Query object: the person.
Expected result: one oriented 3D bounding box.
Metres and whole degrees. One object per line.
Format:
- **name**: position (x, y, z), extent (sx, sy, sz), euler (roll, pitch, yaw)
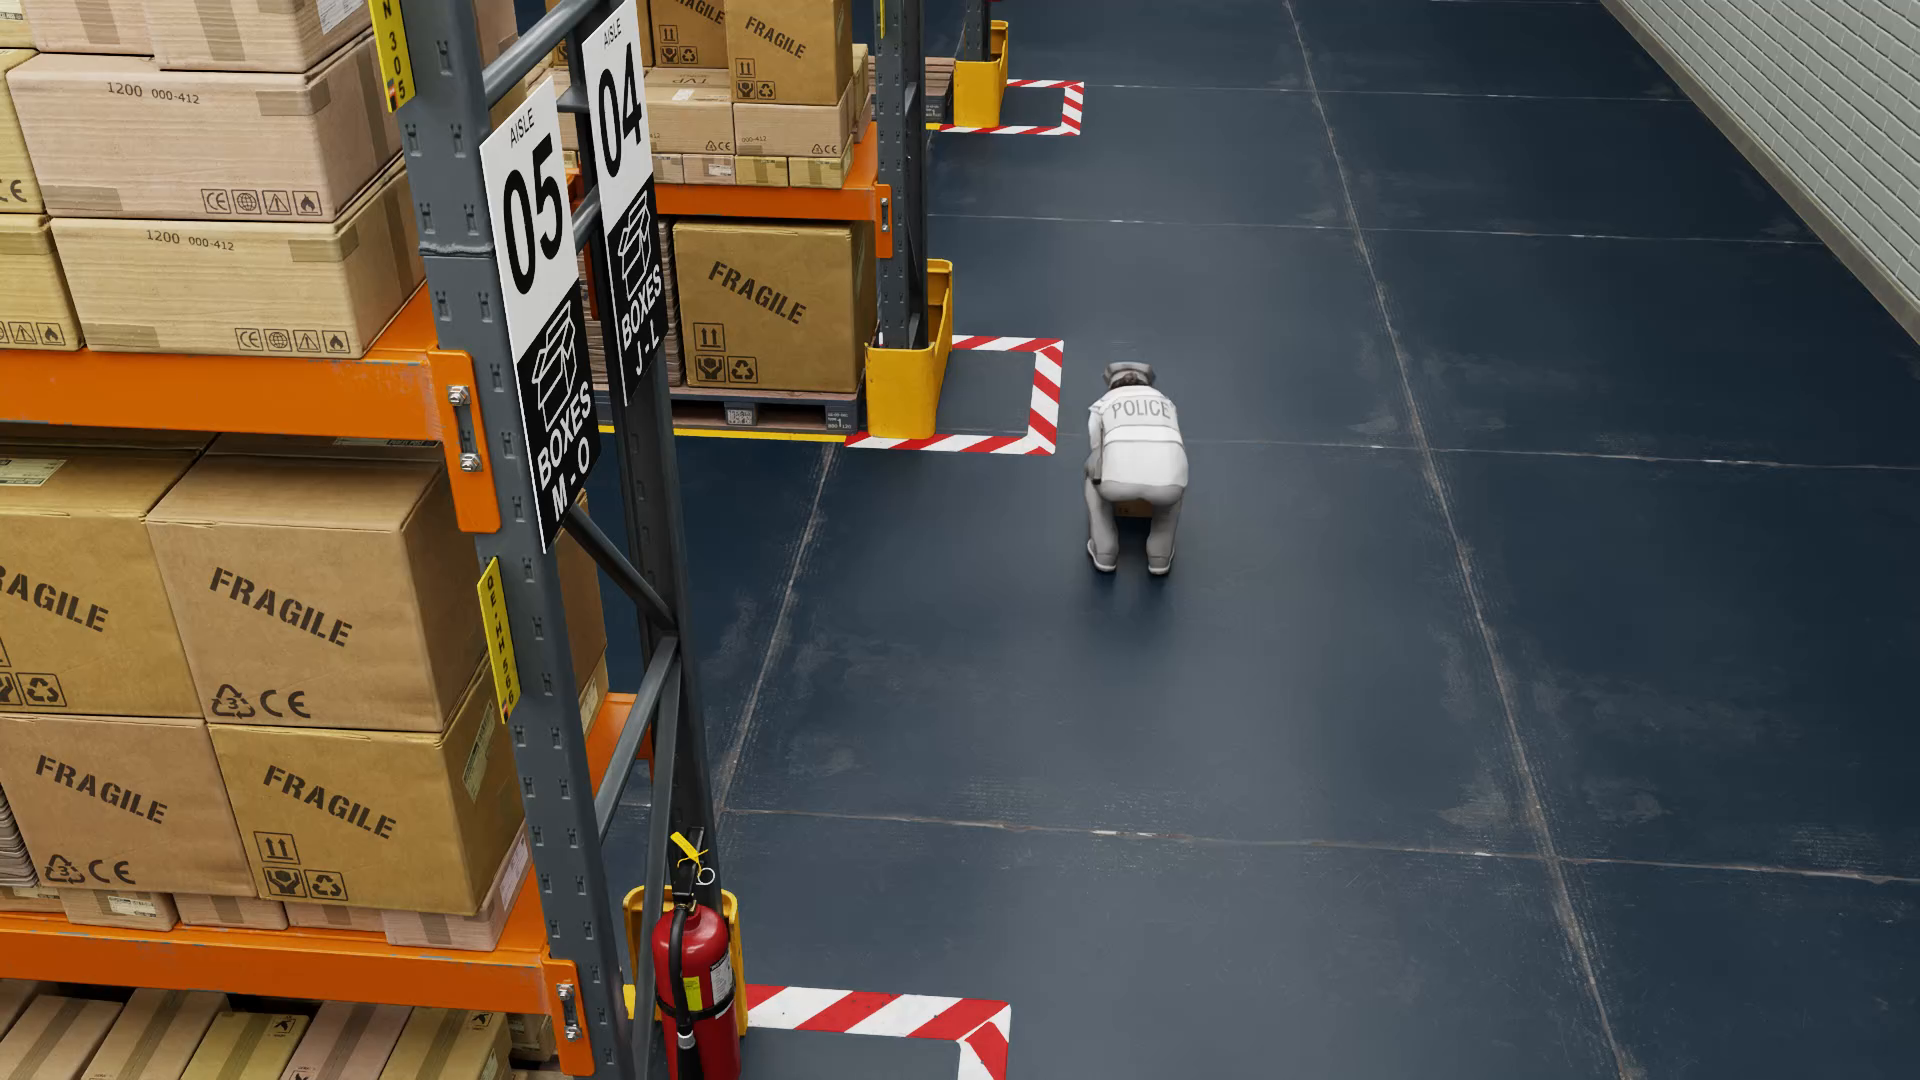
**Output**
- **person**: position (0.788, -0.317, 7.511), extent (0.458, 0.768, 0.927), euler (2, 32, 3)
